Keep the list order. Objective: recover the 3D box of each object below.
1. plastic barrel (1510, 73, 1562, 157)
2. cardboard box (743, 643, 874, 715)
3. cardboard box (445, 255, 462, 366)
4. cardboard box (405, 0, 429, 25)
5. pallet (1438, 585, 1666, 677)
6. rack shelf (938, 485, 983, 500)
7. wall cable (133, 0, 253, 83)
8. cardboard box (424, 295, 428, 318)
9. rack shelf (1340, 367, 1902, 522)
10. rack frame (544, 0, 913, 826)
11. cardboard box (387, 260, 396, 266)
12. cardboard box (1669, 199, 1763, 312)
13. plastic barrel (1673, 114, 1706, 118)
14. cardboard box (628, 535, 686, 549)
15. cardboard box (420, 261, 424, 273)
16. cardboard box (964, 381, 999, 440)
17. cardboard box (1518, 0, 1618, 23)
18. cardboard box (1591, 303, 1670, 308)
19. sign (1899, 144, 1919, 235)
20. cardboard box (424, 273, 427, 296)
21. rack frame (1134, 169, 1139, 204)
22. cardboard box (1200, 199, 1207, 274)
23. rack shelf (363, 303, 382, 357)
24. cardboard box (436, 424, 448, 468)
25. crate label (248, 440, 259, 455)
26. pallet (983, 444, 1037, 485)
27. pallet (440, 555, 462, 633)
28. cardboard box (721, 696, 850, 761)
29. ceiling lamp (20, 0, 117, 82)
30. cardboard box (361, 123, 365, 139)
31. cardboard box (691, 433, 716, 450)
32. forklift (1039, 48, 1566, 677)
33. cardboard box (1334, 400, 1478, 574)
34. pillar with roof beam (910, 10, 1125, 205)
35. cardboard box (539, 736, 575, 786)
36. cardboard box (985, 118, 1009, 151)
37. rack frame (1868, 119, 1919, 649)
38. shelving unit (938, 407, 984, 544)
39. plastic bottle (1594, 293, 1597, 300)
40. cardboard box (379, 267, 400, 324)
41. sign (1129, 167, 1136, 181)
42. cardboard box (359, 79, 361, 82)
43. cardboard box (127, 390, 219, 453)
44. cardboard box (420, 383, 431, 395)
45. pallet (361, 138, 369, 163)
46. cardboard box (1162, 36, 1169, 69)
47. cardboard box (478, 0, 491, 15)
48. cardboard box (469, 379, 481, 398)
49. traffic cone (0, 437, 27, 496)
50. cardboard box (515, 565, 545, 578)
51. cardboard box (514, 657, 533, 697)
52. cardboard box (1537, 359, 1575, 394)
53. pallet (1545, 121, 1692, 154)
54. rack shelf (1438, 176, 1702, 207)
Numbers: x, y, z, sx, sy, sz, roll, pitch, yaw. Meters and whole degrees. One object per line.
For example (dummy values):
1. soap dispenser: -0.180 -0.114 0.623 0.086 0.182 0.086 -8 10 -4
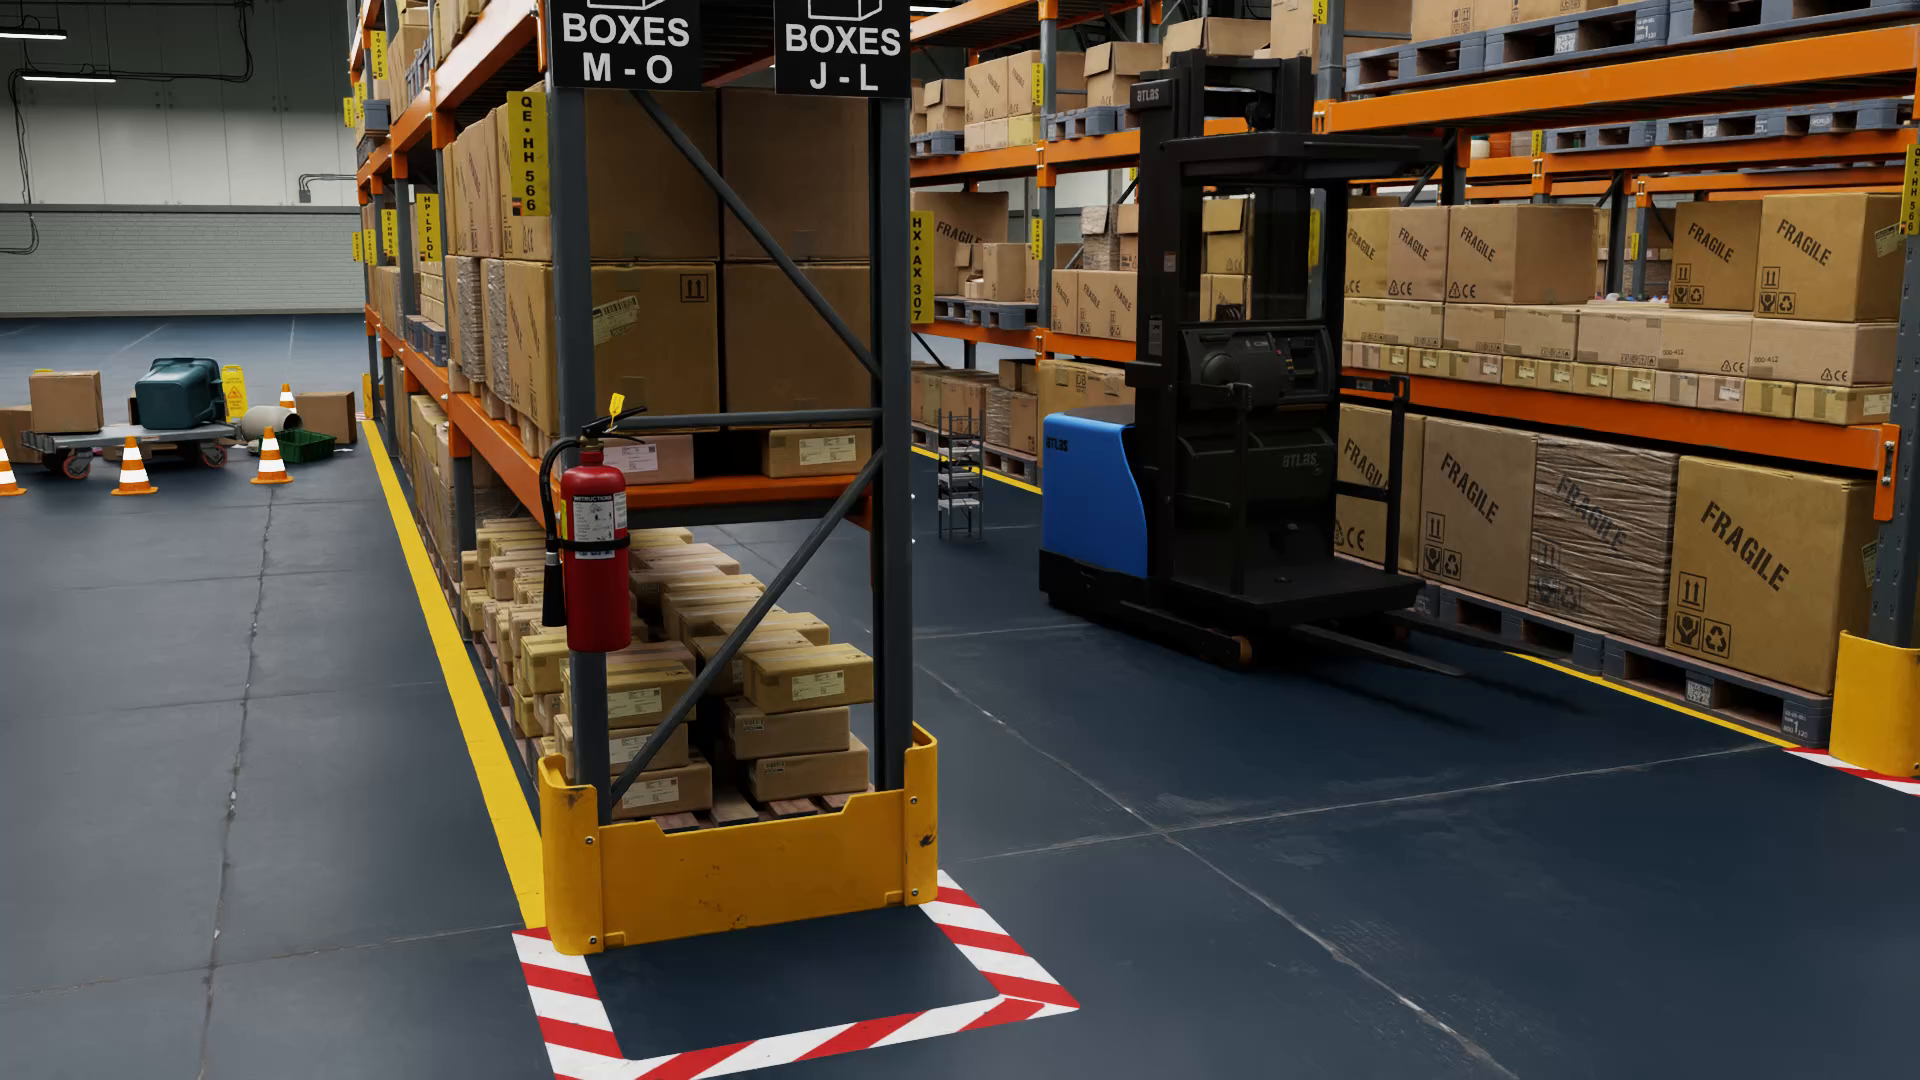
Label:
1. plastic barrel: 5.652 -4.129 16.071 0.600 0.901 0.600 0 10 0
2. cardboard box: -0.503 0.458 5.524 0.380 0.149 0.250 -4 11 -23
3. cardboard box: -2.135 -1.091 7.853 0.500 0.500 0.500 -4 11 -22
4. cardboard box: -3.323 -3.341 10.601 0.396 0.266 0.258 -4 11 -21
5. pallet: 3.229 0.411 8.506 1.003 0.211 1.213 -4 11 -21
6. rack shelf: 0.003 -0.320 11.355 0.258 0.077 0.200 -4 11 -21
7. wall cable: -21.518 -14.114 46.529 3.097 2.526 0.112 -4 11 -21
8. cardboard box: -3.458 -1.598 11.359 0.380 0.149 0.250 -3 11 -18
9. rack shelf: 3.305 -0.610 8.336 1.077 0.370 4.000 -4 11 -21
10. rack frame: -0.630 -0.339 4.761 1.000 3.000 0.127 -4 11 -21
11. cardboard box: -5.123 -2.431 16.094 0.875 0.550 0.550 -4 11 -21
12. cardboard box: 3.733 -1.340 7.828 0.500 0.500 0.500 -4 11 -22
13. plastic barrel: 6.272 -3.707 14.327 0.301 0.262 0.301 0 10 0
14. cardboard box: -1.460 0.080 7.647 0.380 0.149 0.250 -4 11 -19
15. cardboard box: -3.540 -1.932 11.538 0.380 0.149 0.250 -4 11 -21
16. cardboard box: 0.445 -1.219 15.589 0.700 0.500 0.500 -3 11 -16
17. cardboard box: 3.168 -2.766 8.070 0.700 0.500 0.500 -3 11 -18
18. cardboard box: 3.540 -1.057 8.376 0.500 0.250 0.500 -4 11 -22
19. sign: 3.519 -1.292 6.135 0.100 0.325 0.005 -4 11 -21
20. cardboard box: -3.440 -1.739 11.298 0.380 0.149 0.250 -3 11 -18
21. rack frame: 2.848 -3.563 22.887 1.000 3.000 0.127 -4 11 -21
22. cardboard box: 1.863 -2.150 11.794 0.797 0.503 0.637 -4 11 -19
23. rack shelf: -5.703 -2.270 17.671 1.077 0.370 4.000 -4 11 -21
24. cardboard box: -2.759 -0.528 9.618 0.500 0.250 0.500 -3 11 -18
25. crate label: -6.714 -0.896 16.065 0.250 0.136 0.298 5 11 28
26. pallet: 0.849 -0.698 14.741 1.003 0.211 1.213 -4 11 -21
27. pallet: -2.363 0.254 9.390 1.003 0.211 1.213 -4 11 -21
28. cardboard box: -0.580 0.610 5.520 0.380 0.149 0.250 -3 11 -19
29. ceiling lamp: -21.262 -12.529 39.491 2.000 3.185 0.800 -4 11 -21
30. cardboard box: -5.871 -4.154 16.875 0.380 0.149 0.250 -4 11 -21
31. cardboard box: -0.842 -0.409 5.871 0.380 0.149 0.250 -3 11 -18
32. forklift: 1.615 -0.915 8.193 1.130 2.935 3.031 -6 12 -29
33. cardboard box: 2.745 -0.338 9.624 0.875 0.875 0.875 -4 11 -21
34. pillar with roof beam: 0.432 -10.731 46.050 9.100 9.000 0.548 -4 11 -21
35. cardboard box: -1.202 0.750 5.583 0.380 0.149 0.250 -4 11 -19
36. cardboard box: 0.537 -3.488 14.329 0.500 0.250 0.500 -4 11 -21
37. rack frame: 4.030 -0.637 6.438 1.000 3.000 0.127 -4 11 -21
38. shelving unit: 0.003 -0.442 11.334 0.258 0.900 0.210 -4 11 -21
39. plastic bottle: 5.744 -2.115 15.099 0.152 0.276 0.135 -4 11 -21
40. cardboard box: -4.855 -2.162 14.722 0.500 0.500 0.500 -4 11 -20
41. sign: 2.334 -5.010 22.431 0.100 0.325 0.005 -4 11 -21
42. cardboard box: -5.776 -4.504 16.568 0.380 0.149 0.250 -4 11 -21
43. cardboard box: -7.662 -1.180 16.228 0.797 0.637 0.503 -4 11 -21
44. cardboard box: -3.666 -0.849 12.853 1.050 0.750 0.750 -4 11 -22
45. pallet: -5.703 -4.064 17.390 1.003 0.211 1.213 -4 11 -21
46. cardboard box: 1.814 -3.446 12.176 0.500 0.500 0.500 -3 11 -18
47. cardboard box: -1.400 -1.964 5.760 0.500 0.250 0.500 -3 11 -18
48. cardboard box: -2.119 -0.764 7.867 0.380 0.149 0.250 -4 11 -19
49. traffic cone: -7.801 -0.605 13.498 0.336 0.463 0.334 -4 11 -21
50. cardboard box: -1.658 0.195 7.000 0.380 0.149 0.250 -4 11 -23
51. cardboard box: -1.477 0.475 6.277 0.380 0.149 0.250 -4 11 -20
52. cardboard box: 3.040 -0.800 8.072 0.380 0.149 0.250 -4 11 -20
53. pallet: 5.933 -3.510 14.563 1.003 0.211 1.213 -4 11 -21
54. rack shelf: 8.191 -4.673 22.616 1.077 0.370 4.000 -4 11 -21
